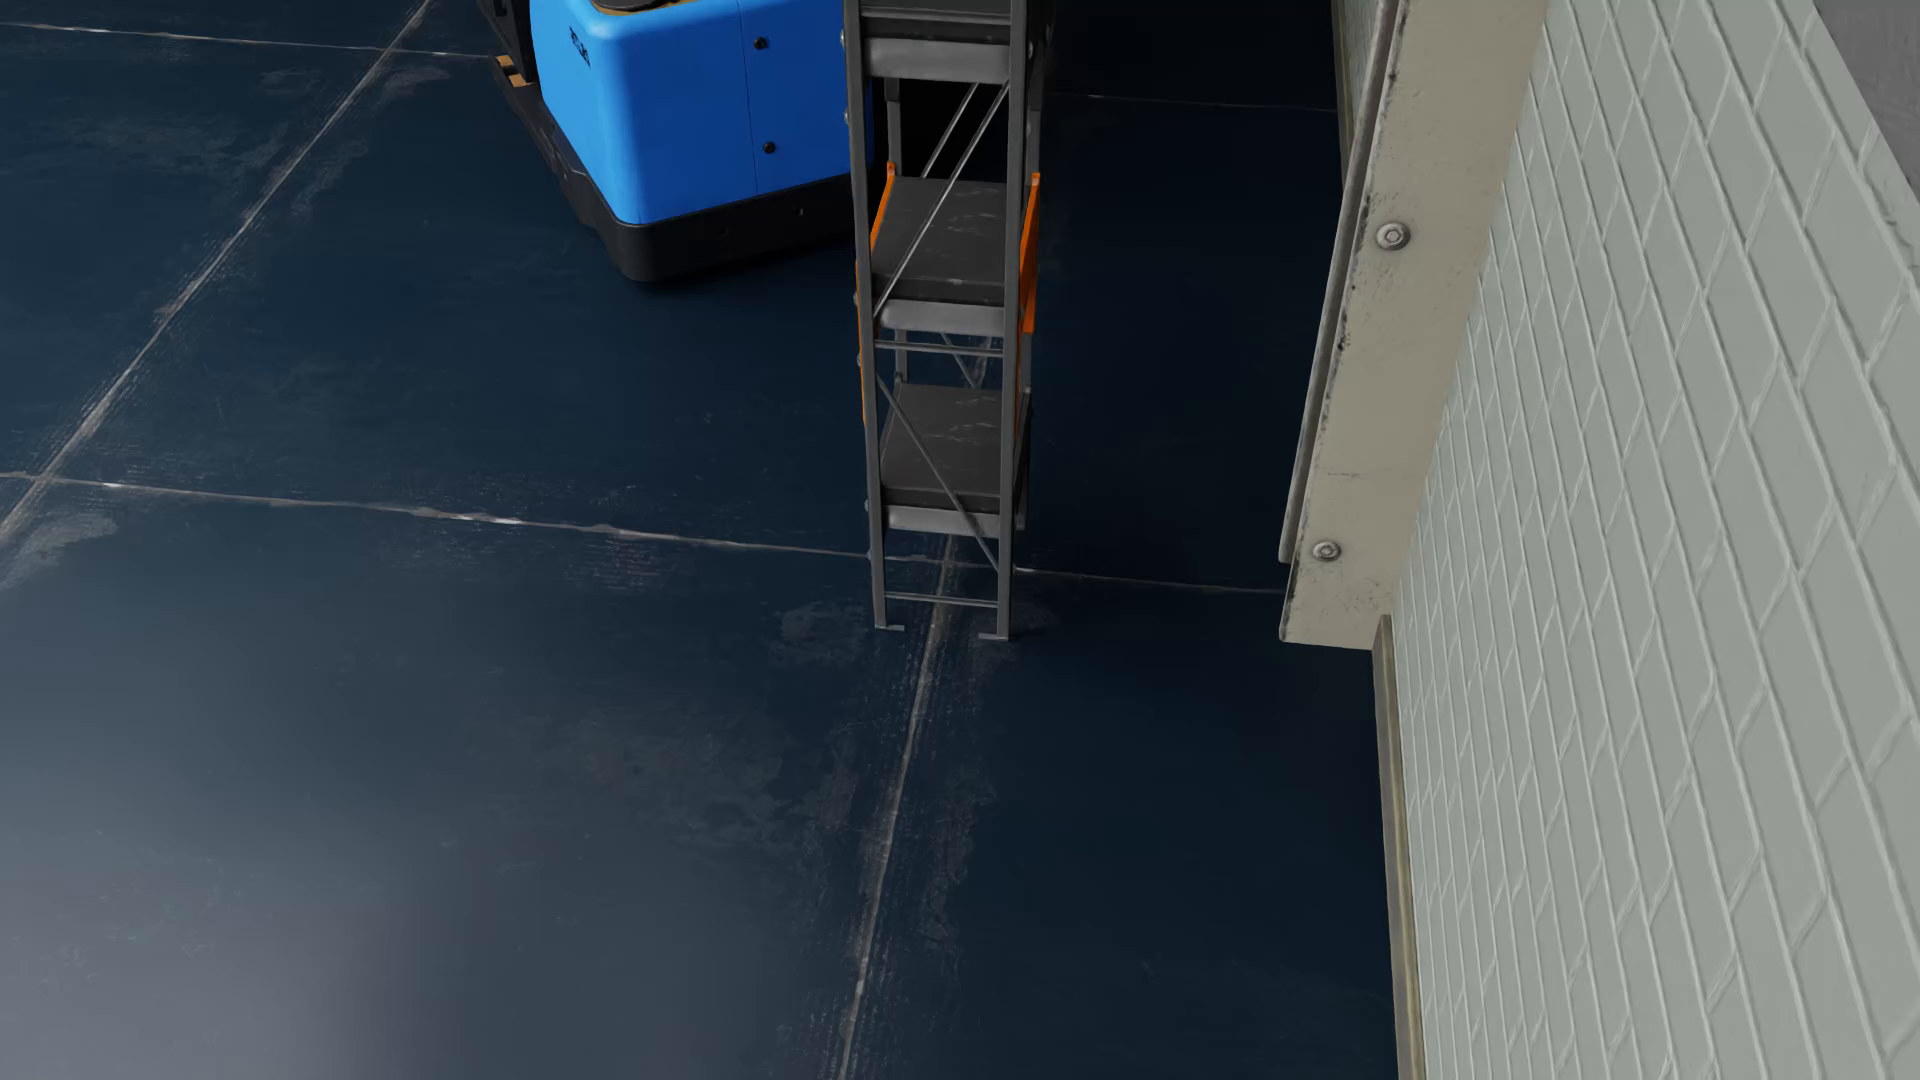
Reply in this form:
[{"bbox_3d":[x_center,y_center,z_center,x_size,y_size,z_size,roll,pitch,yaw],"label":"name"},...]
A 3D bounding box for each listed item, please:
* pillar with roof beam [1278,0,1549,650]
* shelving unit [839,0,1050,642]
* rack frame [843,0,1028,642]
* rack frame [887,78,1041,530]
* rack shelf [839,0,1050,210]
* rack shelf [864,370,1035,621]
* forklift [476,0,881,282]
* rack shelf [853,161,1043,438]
[{"bbox_3d":[-3.141,-3.481,2.381,9.100,9.000,0.400,5,44,6],"label":"pillar with roof beam"},{"bbox_3d":[-0.022,-0.650,4.409,0.431,2.100,0.503,5,44,6],"label":"shelving unit"},{"bbox_3d":[-0.054,-0.483,4.233,0.400,2.100,0.015,5,44,6],"label":"rack frame"},{"bbox_3d":[0.010,-0.816,4.585,0.400,2.100,0.015,5,44,6],"label":"rack frame"},{"bbox_3d":[-0.022,-1.148,3.937,0.431,0.518,0.480,5,44,6],"label":"rack shelf"},{"bbox_3d":[-0.022,-0.131,4.900,0.431,0.518,0.480,5,44,6],"label":"rack shelf"},{"bbox_3d":[-1.409,-3.035,6.323,1.130,2.935,3.031,-19,47,-19],"label":"forklift"},{"bbox_3d":[-0.022,-0.640,4.418,0.431,0.518,0.480,5,44,6],"label":"rack shelf"}]
